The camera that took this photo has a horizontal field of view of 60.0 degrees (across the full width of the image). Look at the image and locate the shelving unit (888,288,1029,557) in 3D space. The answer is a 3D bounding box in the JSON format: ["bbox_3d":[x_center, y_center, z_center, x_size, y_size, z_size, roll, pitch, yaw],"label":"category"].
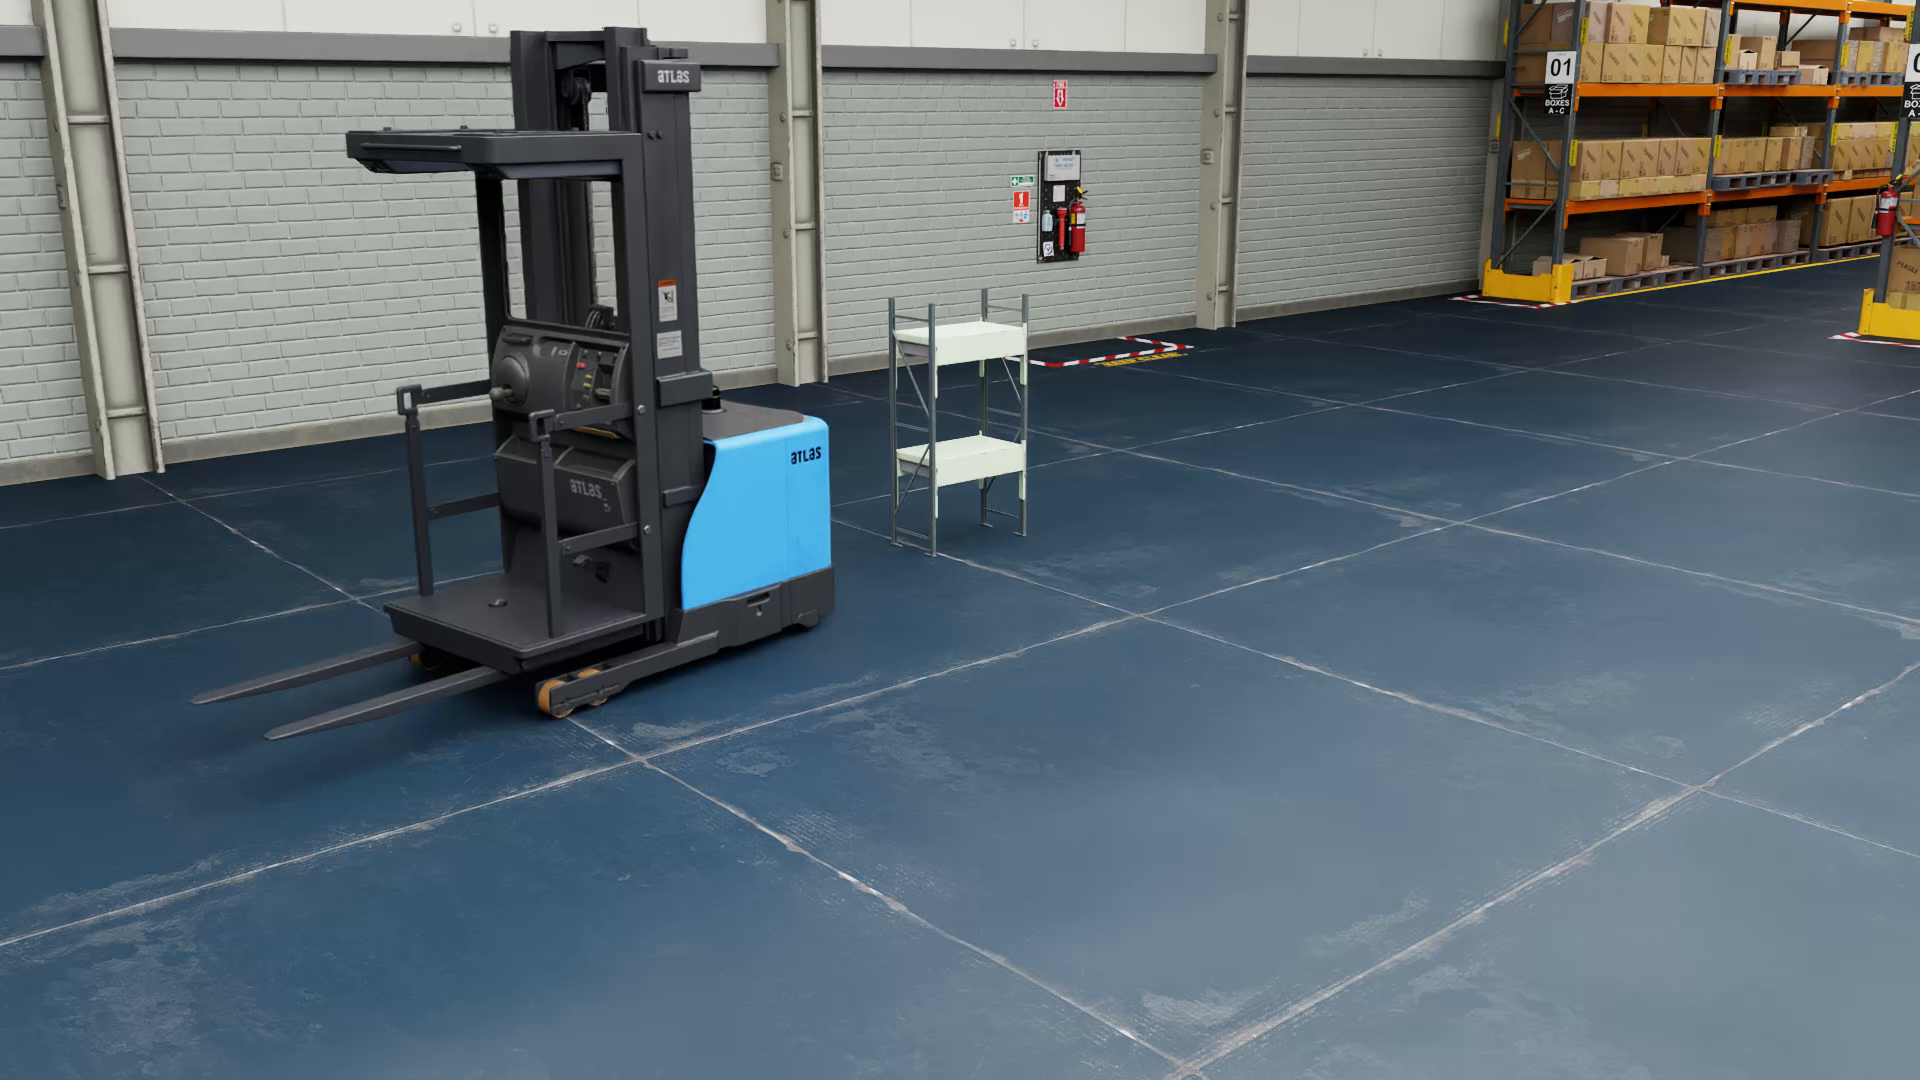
[{"bbox_3d":[-0.005,-0.723,10.052,0.755,1.500,0.431,-13,19,-39],"label":"shelving unit"}]

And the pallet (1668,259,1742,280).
[{"bbox_3d":[11.189,-4.167,25.439,1.213,0.211,1.003,-13,19,-39],"label":"pallet"}]

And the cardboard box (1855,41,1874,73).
[{"bbox_3d":[14.740,-8.054,27.730,0.500,0.500,0.700,-11,19,-37],"label":"cardboard box"}]

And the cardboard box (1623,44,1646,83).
[{"bbox_3d":[8.819,-6.392,22.322,0.500,0.500,0.500,-12,19,-37],"label":"cardboard box"}]

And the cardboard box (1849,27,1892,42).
[{"bbox_3d":[15.481,-8.589,28.281,0.500,0.250,0.500,-13,20,-41],"label":"cardboard box"}]

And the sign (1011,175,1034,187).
[{"bbox_3d":[0.654,-3.762,17.425,0.331,0.109,0.001,-13,19,-39],"label":"sign"}]

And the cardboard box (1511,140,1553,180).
[{"bbox_3d":[7.801,-5.125,22.422,0.500,0.500,0.500,-13,20,-40],"label":"cardboard box"}]

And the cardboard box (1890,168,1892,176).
[{"bbox_3d":[16.008,-6.374,28.748,0.250,0.149,0.380,-13,19,-39],"label":"cardboard box"}]

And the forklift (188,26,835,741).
[{"bbox_3d":[-1.977,-0.779,7.485,1.130,2.935,3.031,12,19,38],"label":"forklift"}]

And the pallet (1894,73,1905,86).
[{"bbox_3d":[15.979,-7.929,28.678,1.217,0.209,0.805,-14,20,-42],"label":"pallet"}]

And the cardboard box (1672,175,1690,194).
[{"bbox_3d":[10.063,-5.097,23.770,0.500,0.250,0.500,-13,19,-39],"label":"cardboard box"}]

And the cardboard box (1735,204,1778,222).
[{"bbox_3d":[12.640,-5.210,26.480,0.500,0.250,0.500,-12,19,-38],"label":"cardboard box"}]

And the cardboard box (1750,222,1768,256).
[{"bbox_3d":[12.290,-4.778,26.315,0.500,0.500,0.700,-13,20,-40],"label":"cardboard box"}]

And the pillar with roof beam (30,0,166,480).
[{"bbox_3d":[-3.207,-4.002,7.795,0.400,9.000,9.100,-13,19,-39],"label":"pillar with roof beam"}]

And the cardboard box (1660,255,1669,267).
[{"bbox_3d":[10.219,-4.129,24.532,0.380,0.166,0.250,13,20,40],"label":"cardboard box"}]

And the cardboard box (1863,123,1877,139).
[{"bbox_3d":[14.912,-6.827,27.732,0.500,0.250,0.500,-12,19,-39],"label":"cardboard box"}]

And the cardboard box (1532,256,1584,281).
[{"bbox_3d":[8.166,-3.717,22.711,0.500,0.311,0.500,13,20,41],"label":"cardboard box"}]

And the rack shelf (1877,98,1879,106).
[{"bbox_3d":[18.147,-8.177,30.632,4.000,0.370,1.077,-13,19,-39],"label":"rack shelf"}]

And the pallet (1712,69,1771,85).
[{"bbox_3d":[11.138,-6.824,24.536,1.003,0.211,1.213,-13,19,-39],"label":"pallet"}]

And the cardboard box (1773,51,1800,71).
[{"bbox_3d":[12.582,-7.366,25.964,0.637,0.503,0.797,-9,18,-32],"label":"cardboard box"}]

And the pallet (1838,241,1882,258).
[{"bbox_3d":[15.184,-5.036,28.696,1.213,0.211,1.003,-13,19,-39],"label":"pallet"}]

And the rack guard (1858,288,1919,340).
[{"bbox_3d":[10.822,-2.528,18.747,0.348,0.500,1.175,-13,19,-39],"label":"rack guard"}]

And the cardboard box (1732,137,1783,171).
[{"bbox_3d":[12.347,-6.023,25.940,0.500,0.500,0.700,-13,19,-39],"label":"cardboard box"}]

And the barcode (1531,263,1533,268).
[{"bbox_3d":[7.917,-3.803,23.013,0.075,0.075,0.001,-13,19,-39],"label":"barcode"}]

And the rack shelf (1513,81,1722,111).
[{"bbox_3d":[9.094,-6.144,23.022,4.000,0.370,1.077,-13,19,-39],"label":"rack shelf"}]

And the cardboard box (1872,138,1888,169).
[{"bbox_3d":[15.319,-6.554,28.164,0.500,0.500,0.500,-12,19,-38],"label":"cardboard box"}]

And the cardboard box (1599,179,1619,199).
[{"bbox_3d":[8.544,-4.753,22.482,0.500,0.250,0.500,-13,20,-41],"label":"cardboard box"}]

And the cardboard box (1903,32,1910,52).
[{"bbox_3d":[17.012,-8.891,29.740,0.500,0.500,0.500,-13,20,-40],"label":"cardboard box"}]

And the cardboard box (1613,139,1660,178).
[{"bbox_3d":[9.298,-5.284,23.017,0.500,0.500,0.500,-12,19,-38],"label":"cardboard box"}]

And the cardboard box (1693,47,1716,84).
[{"bbox_3d":[10.382,-6.755,23.680,0.500,0.500,0.500,-12,19,-38],"label":"cardboard box"}]

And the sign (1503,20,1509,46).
[{"bbox_3d":[7.236,-6.692,21.964,0.005,0.325,0.100,-13,19,-39],"label":"sign"}]

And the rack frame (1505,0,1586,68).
[{"bbox_3d":[7.585,-7.602,21.274,0.127,3.000,1.000,-13,19,-39],"label":"rack frame"}]

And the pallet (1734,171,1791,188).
[{"bbox_3d":[12.154,-5.623,25.861,1.213,0.211,1.003,-13,19,-39],"label":"pallet"}]

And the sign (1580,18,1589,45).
[{"bbox_3d":[7.942,-6.470,21.153,0.005,0.325,0.100,-13,19,-39],"label":"sign"}]

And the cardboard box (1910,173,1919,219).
[{"bbox_3d":[11.200,-3.865,18.714,0.500,0.500,0.700,-13,19,-39],"label":"cardboard box"}]

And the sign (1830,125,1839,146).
[{"bbox_3d":[13.984,-6.476,26.593,0.005,0.325,0.100,-13,19,-39],"label":"sign"}]

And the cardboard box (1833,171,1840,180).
[{"bbox_3d":[14.217,-5.999,27.345,0.250,0.149,0.380,-12,19,-39],"label":"cardboard box"}]

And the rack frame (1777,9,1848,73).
[{"bbox_3d":[13.620,-8.958,26.347,0.127,3.000,1.000,-13,19,-39],"label":"rack frame"}]

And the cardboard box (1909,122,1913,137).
[{"bbox_3d":[16.061,-7.087,28.708,0.500,0.250,0.500,-12,19,-38],"label":"cardboard box"}]

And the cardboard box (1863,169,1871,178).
[{"bbox_3d":[15.171,-6.220,28.172,0.250,0.149,0.380,-13,19,-39],"label":"cardboard box"}]

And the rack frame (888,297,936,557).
[{"bbox_3d":[-0.281,-0.661,9.820,0.023,1.500,0.400,-13,19,-39],"label":"rack frame"}]

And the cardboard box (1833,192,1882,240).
[{"bbox_3d":[15.564,-5.615,28.809,0.750,0.750,0.750,-12,19,-38],"label":"cardboard box"}]

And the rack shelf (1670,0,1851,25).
[{"bbox_3d":[12.112,-8.078,25.223,4.000,0.370,1.077,-13,19,-39],"label":"rack shelf"}]

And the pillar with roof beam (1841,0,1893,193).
[{"bbox_3d":[19.424,-9.084,26.821,0.400,9.000,9.100,-13,19,-39],"label":"pillar with roof beam"}]

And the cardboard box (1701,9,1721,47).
[{"bbox_3d":[10.403,-7.234,23.538,0.500,0.500,0.500,14,20,42],"label":"cardboard box"}]

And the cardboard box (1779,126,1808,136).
[{"bbox_3d":[13.380,-6.569,26.727,0.380,0.149,0.250,13,20,40],"label":"cardboard box"}]

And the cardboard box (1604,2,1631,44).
[{"bbox_3d":[8.447,-6.787,21.865,0.500,0.500,0.500,-13,20,-40],"label":"cardboard box"}]
